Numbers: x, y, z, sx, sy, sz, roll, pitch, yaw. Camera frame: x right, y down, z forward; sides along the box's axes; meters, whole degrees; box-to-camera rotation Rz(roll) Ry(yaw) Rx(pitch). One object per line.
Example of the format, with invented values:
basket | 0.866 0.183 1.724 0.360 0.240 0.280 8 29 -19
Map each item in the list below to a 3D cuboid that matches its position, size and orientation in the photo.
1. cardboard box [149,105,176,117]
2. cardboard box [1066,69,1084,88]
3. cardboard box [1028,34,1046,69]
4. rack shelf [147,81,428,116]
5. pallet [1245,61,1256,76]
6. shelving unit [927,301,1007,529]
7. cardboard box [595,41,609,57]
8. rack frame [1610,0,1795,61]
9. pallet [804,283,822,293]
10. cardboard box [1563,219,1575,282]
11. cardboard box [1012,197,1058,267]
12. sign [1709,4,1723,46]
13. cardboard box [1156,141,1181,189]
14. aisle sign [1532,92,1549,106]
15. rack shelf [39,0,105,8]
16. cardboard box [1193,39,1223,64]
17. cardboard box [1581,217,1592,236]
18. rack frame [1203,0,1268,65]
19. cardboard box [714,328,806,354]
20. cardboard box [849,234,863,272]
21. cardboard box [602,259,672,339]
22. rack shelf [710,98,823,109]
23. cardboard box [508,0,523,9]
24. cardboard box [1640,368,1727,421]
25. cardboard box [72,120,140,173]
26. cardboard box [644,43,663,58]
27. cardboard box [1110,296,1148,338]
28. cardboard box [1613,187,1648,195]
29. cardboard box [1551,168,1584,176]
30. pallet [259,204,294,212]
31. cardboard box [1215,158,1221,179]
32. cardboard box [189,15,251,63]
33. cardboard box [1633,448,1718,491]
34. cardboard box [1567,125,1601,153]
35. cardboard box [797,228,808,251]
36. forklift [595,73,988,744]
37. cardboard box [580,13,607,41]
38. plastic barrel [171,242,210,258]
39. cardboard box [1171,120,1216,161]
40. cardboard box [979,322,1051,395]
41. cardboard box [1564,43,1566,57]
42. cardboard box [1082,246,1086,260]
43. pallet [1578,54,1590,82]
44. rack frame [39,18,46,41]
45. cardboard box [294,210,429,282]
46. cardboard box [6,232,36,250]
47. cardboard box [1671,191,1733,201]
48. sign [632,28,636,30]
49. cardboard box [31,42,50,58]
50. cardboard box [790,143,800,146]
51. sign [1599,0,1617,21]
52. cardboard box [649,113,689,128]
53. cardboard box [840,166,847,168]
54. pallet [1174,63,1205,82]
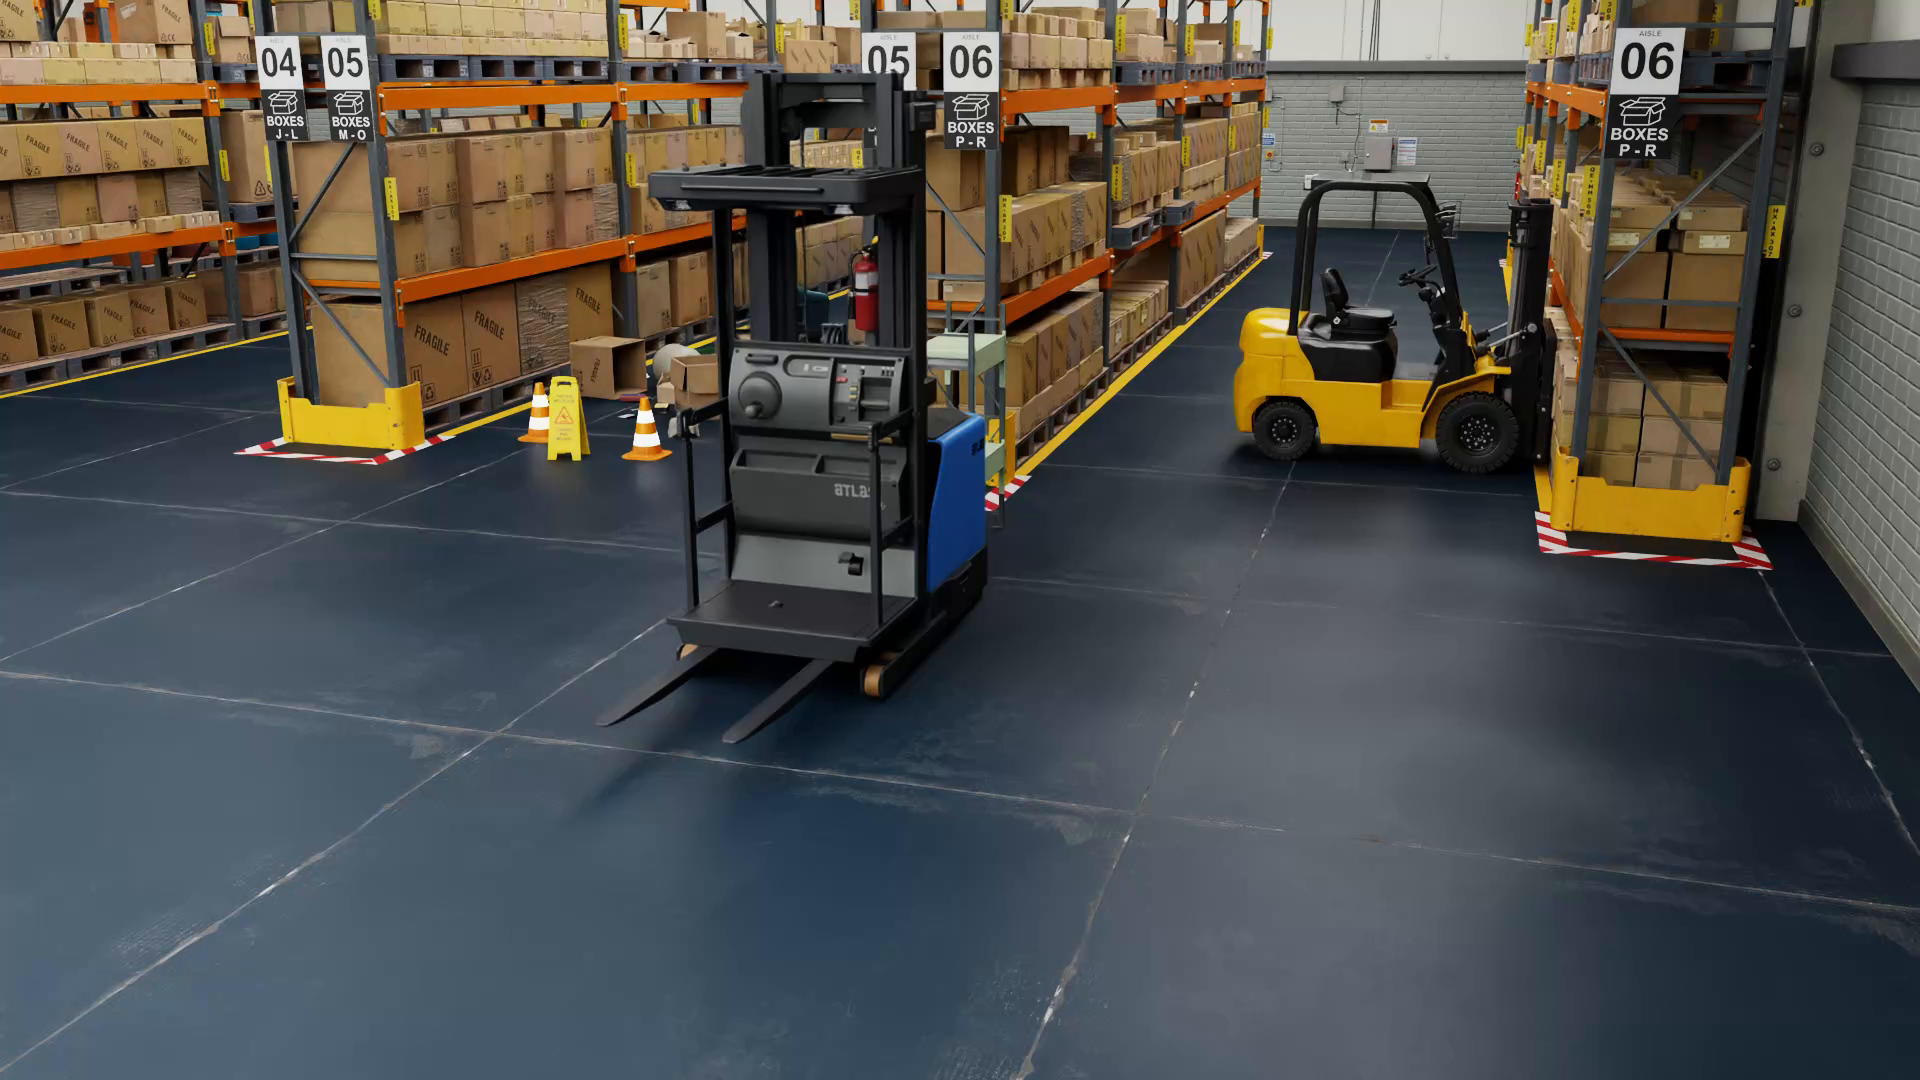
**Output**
cardboard box | -14.803 -7.749 30.638 0.500 0.500 0.500 5 17 17
cardboard box | 0.830 -3.897 14.034 0.380 0.149 0.250 5 17 17
cardboard box | 0.348 -3.658 12.463 0.500 0.250 0.500 4 16 15
rack shelf | -7.999 -5.338 19.972 1.077 0.370 4.000 5 16 16
pallet | 3.798 -6.974 24.585 1.003 0.211 1.213 5 16 16
shelving unit | -0.002 -0.720 10.619 0.431 1.500 0.755 5 16 16
cardboard box | -3.638 -4.759 16.120 0.380 0.149 0.250 5 16 16
rack frame | 4.557 -4.405 9.868 1.000 3.000 0.127 5 16 16
pallet | -2.481 -3.216 21.780 1.003 0.211 1.213 5 16 16
cardboard box | 5.042 -2.247 13.072 0.500 0.500 0.500 4 16 15
cardboard box | 0.485 -2.465 13.296 0.500 0.500 0.500 4 16 15
sign | 6.226 -4.252 13.735 0.100 0.325 0.005 5 16 16
cardboard box | 2.208 -4.248 18.812 0.500 0.500 0.500 4 16 14
aisle sign | 8.842 -6.996 25.233 0.394 0.787 0.004 5 16 16
rack shelf | -12.748 -6.972 20.972 1.077 0.370 4.000 5 16 16
cardboard box | 3.158 -6.397 21.784 0.500 0.311 0.500 5 16 16
cardboard box | 4.675 -2.261 11.932 0.380 0.149 0.250 4 16 14
rack frame | 4.344 -8.975 25.979 1.000 3.000 0.127 5 16 16
cardboard box | -1.874 -1.668 15.539 0.797 0.637 0.503 5 16 16
cardboard box | -1.683 -4.052 23.428 0.500 0.500 0.500 4 16 15
cardboard box | -3.751 -2.596 17.836 1.050 0.750 0.750 5 16 16
rack shelf | -2.136 -5.973 22.213 1.077 0.370 4.000 5 16 16
cardboard box | -4.071 -4.745 14.609 0.380 0.149 0.250 5 17 17
cardboard box | 4.875 -0.990 11.259 0.500 0.250 0.500 4 16 15
cardboard box | -8.716 -3.989 16.835 0.500 0.500 0.500 5 16 16
cardboard box | -3.308 -5.131 17.432 0.250 0.149 0.380 5 16 16
cardboard box | 1.477 -2.395 17.821 0.950 0.372 0.625 5 17 18
cardboard box | 4.887 -2.534 12.348 0.380 0.149 0.250 5 17 17
cardboard box | 6.334 -3.772 17.259 0.380 0.149 0.250 5 17 17
pallet | -7.954 -4.151 20.317 1.003 0.211 1.213 5 16 16
cardboard box | 3.180 -4.945 22.124 0.500 0.250 0.500 5 17 17
cardboard box | -8.339 -5.528 18.364 0.797 0.503 0.637 4 16 13
cardboard box | 4.884 -0.511 11.404 0.500 0.250 0.500 5 16 16
cardboard box | 8.645 -5.459 22.933 0.500 0.500 0.500 4 16 14
cardboard box | -2.276 -3.875 21.430 0.500 0.250 0.500 4 16 13
forklift | -0.788 -0.762 8.143 1.130 2.935 3.031 5 17 18
cardboard box | -3.735 -4.922 15.965 0.500 0.250 0.500 4 16 15
plastic barrel | -11.736 -4.615 25.252 0.600 0.588 0.708 5 16 16
cardboard box | 3.018 -5.168 21.536 0.500 0.500 0.500 5 17 18
cardboard box | 0.442 -1.475 13.429 0.500 0.500 0.500 4 16 14
cardboard box | 5.934 -4.650 15.738 0.380 0.149 0.250 4 16 15
cardboard box | 0.921 -2.592 14.933 0.380 0.149 0.250 5 17 16
pallet | 5.476 -3.740 13.185 1.003 0.211 1.213 5 16 16
rack frame | -15.791 -9.466 27.711 1.000 3.000 0.127 5 16 16
cardboard box | -4.916 -2.433 13.634 0.875 0.550 0.550 5 16 16
cardboard box | -9.091 -2.866 15.898 0.380 0.149 0.250 5 16 16
cardboard box | 5.330 -2.425 11.964 0.380 0.149 0.250 4 16 15
sign | -5.688 -8.803 29.125 0.100 0.325 0.005 5 16 16
cardboard box | -8.976 -4.694 15.930 0.380 0.149 0.250 4 16 15
cardboard box | -2.415 -5.427 23.066 0.380 0.149 0.250 4 16 15
sign | 4.041 -3.395 10.328 0.100 0.325 0.005 5 16 16
cardboard box | -5.044 -7.141 28.864 0.500 0.500 0.500 5 17 17
cardboard box | -1.782 -5.089 22.967 0.380 0.149 0.250 4 16 13
pallet | 2.202 -5.520 19.644 1.213 0.211 1.003 5 17 18
